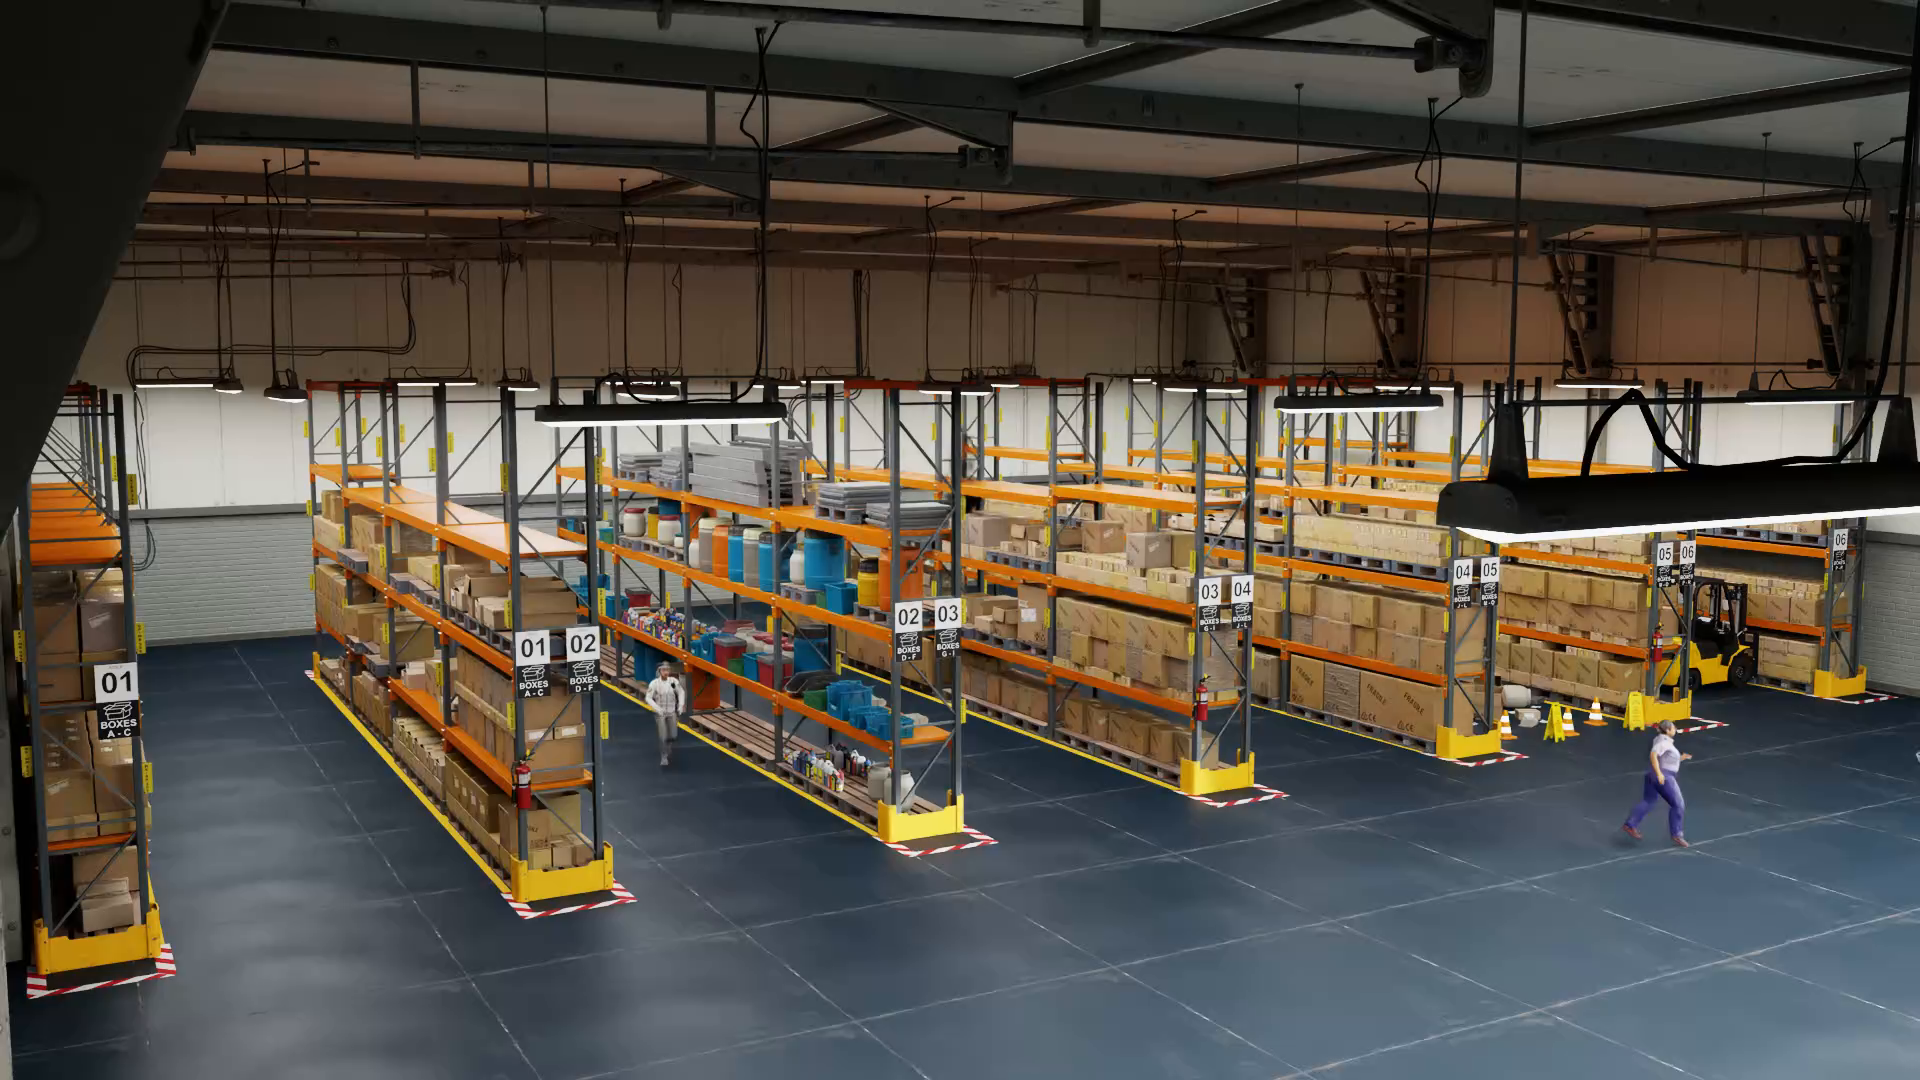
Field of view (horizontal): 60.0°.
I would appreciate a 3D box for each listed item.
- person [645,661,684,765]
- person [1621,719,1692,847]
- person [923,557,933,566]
[{"bbox_3d":[-4.652,2.720,26.305,0.653,1.656,0.571,-3,7,-24],"label":"person"},{"bbox_3d":[9.168,3.185,21.831,0.855,1.693,0.580,0,6,0],"label":"person"},{"bbox_3d":[-0.971,1.108,40.710,0.703,1.769,0.927,3,7,28],"label":"person"}]
